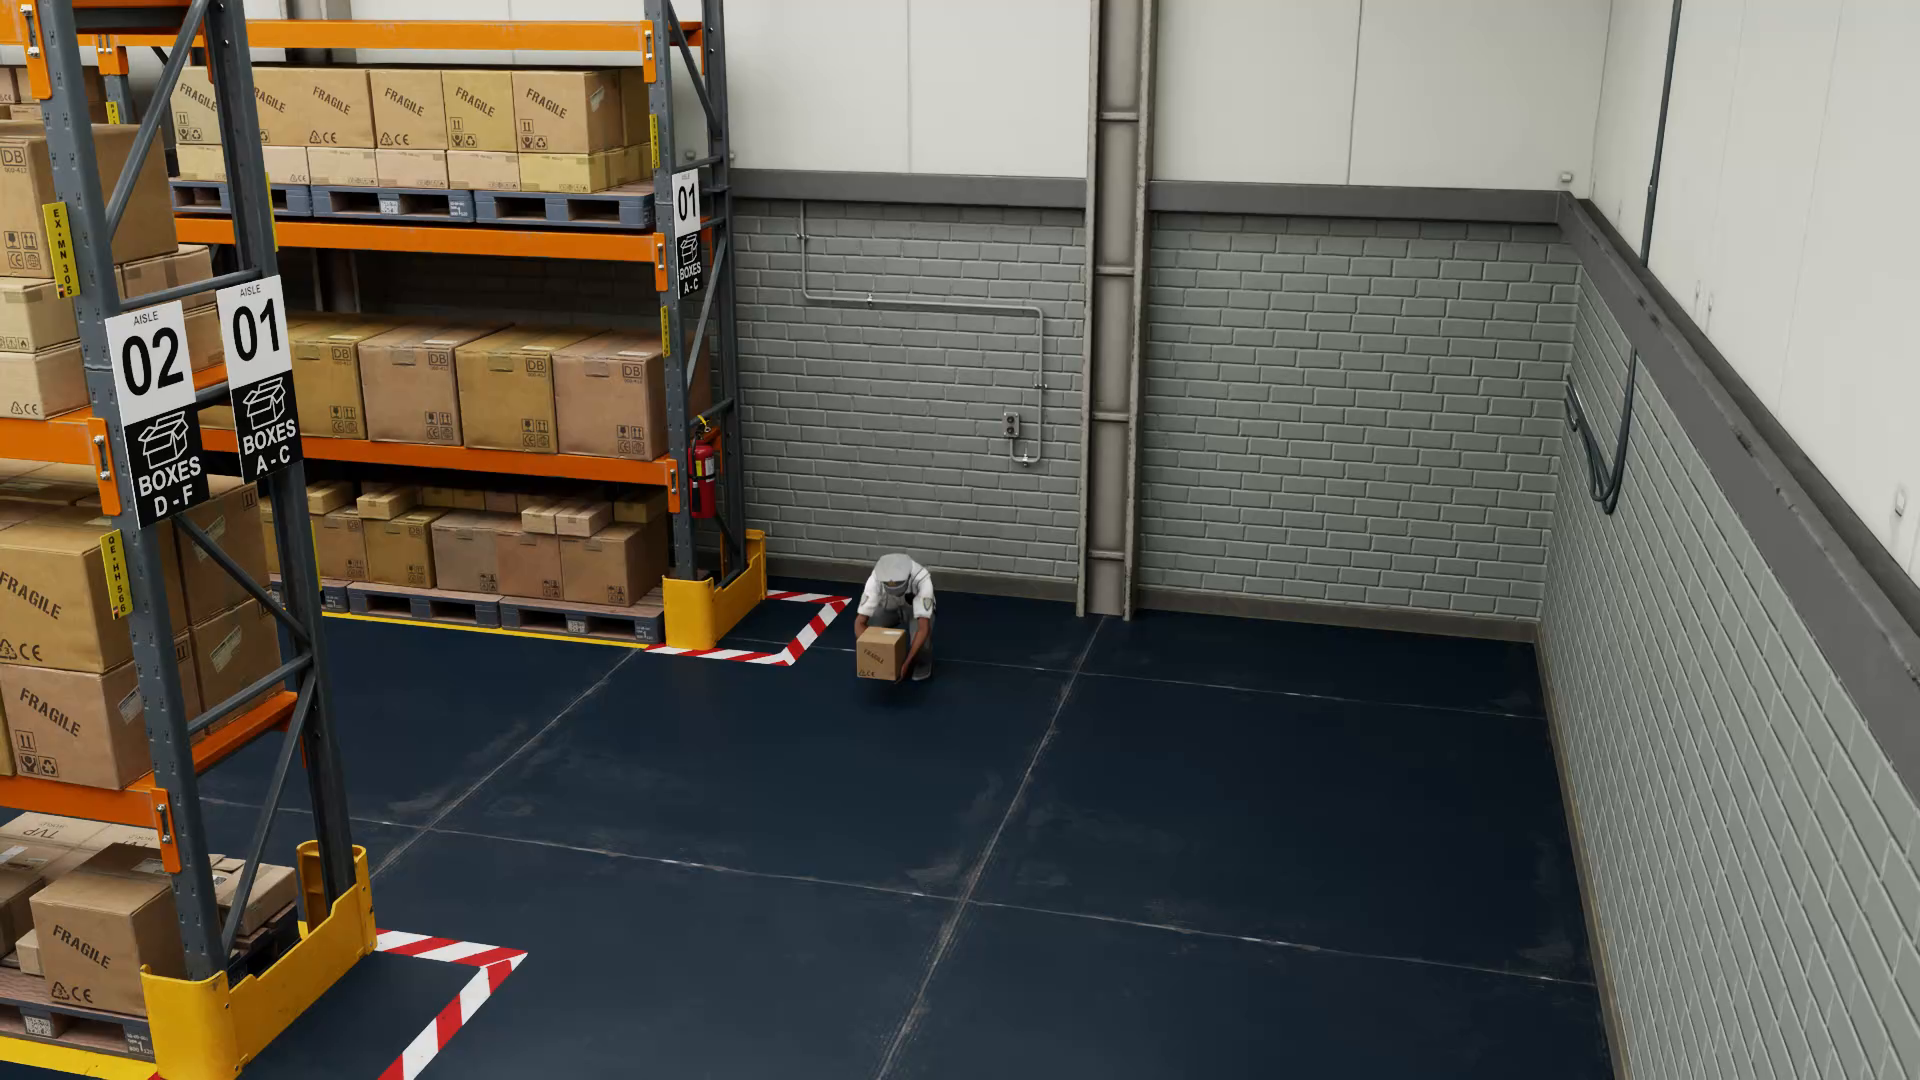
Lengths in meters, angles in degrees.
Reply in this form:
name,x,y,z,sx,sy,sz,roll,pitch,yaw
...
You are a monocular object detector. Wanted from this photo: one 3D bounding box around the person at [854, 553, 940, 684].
name,x,y,z,sx,sy,sz,roll,pitch,yaw
person,-6.480,1.082,7.538,10.686,1.845,10.192,5,19,14
